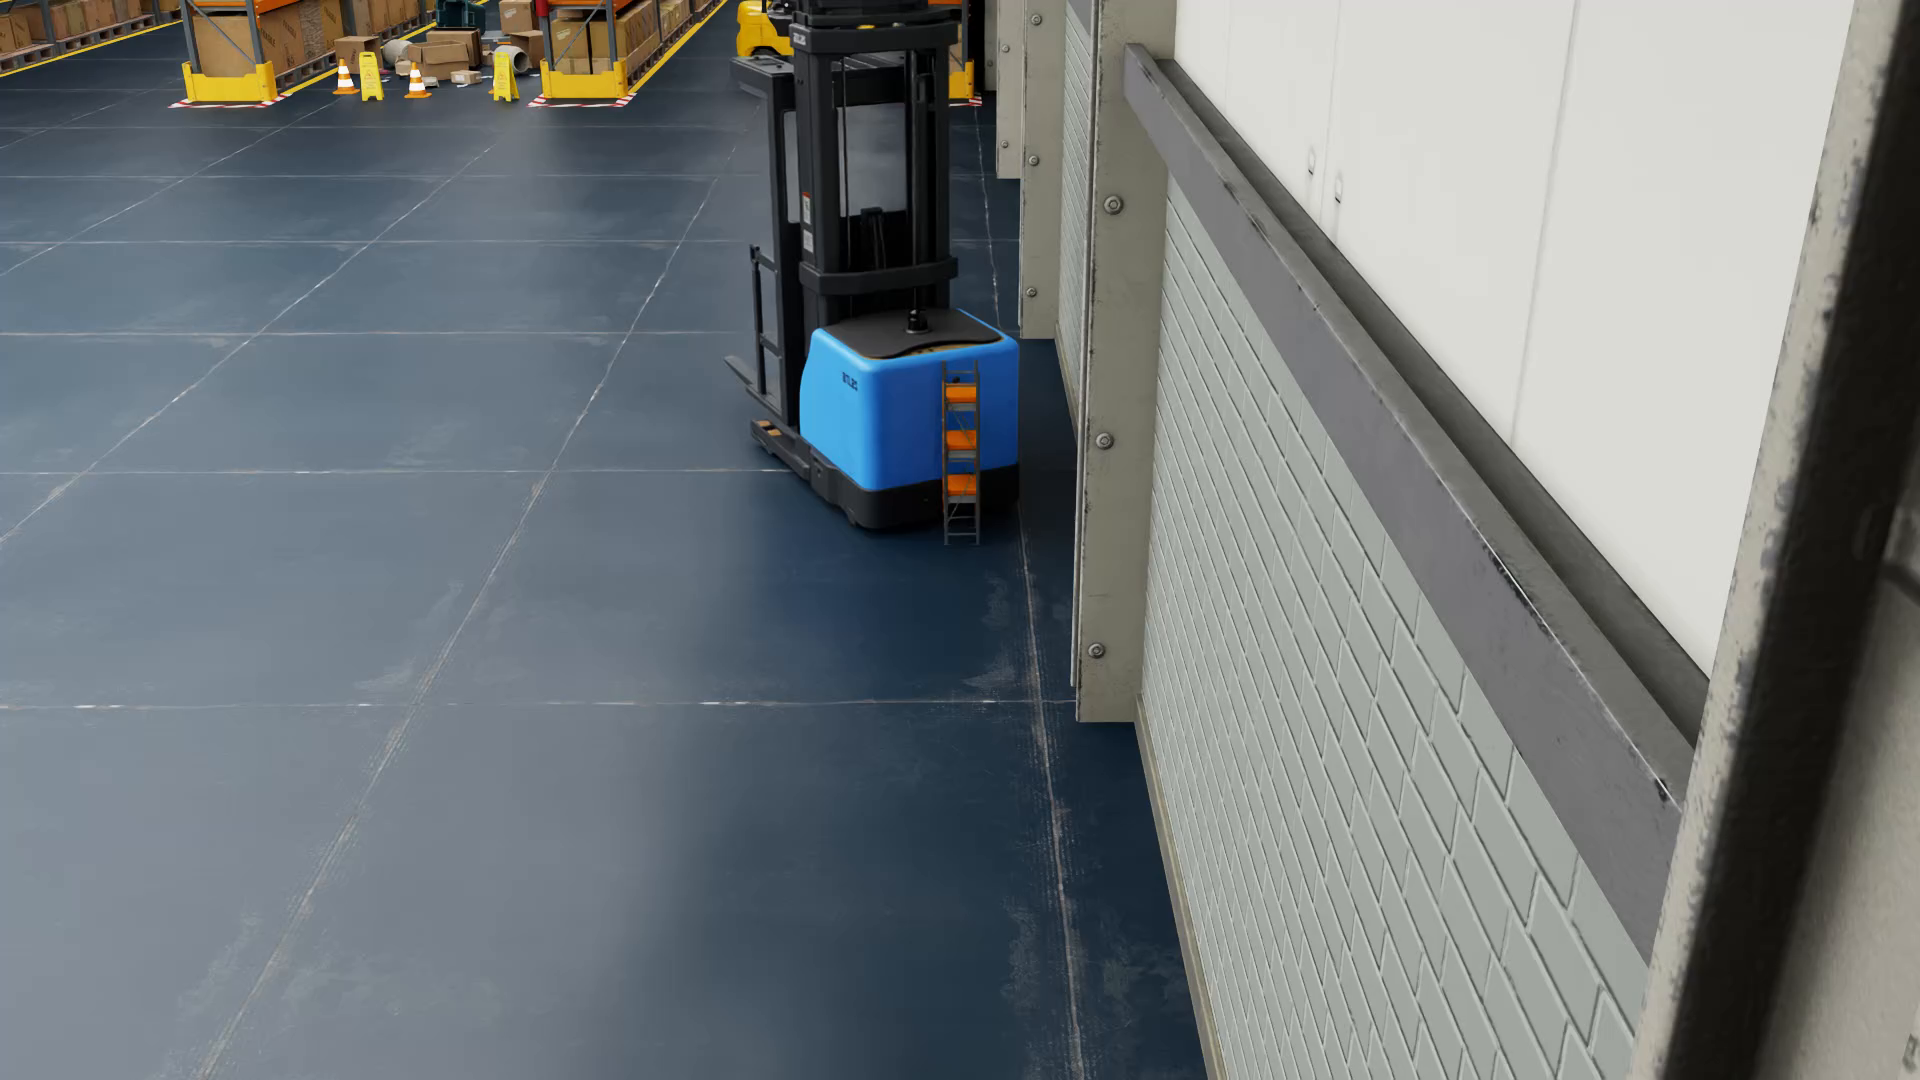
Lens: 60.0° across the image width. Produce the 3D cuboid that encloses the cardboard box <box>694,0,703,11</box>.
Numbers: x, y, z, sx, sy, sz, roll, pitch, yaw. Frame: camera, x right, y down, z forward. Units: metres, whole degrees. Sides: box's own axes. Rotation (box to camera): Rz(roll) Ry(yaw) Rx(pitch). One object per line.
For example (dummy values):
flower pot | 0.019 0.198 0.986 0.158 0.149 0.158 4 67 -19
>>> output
cardboard box | -5.362 -10.497 31.388 0.875 0.875 0.875 0 24 -1

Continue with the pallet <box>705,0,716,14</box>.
pallet | -5.382 -10.545 32.809 1.003 0.211 1.213 0 24 -1

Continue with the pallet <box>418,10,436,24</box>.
pallet | -10.394 -9.976 31.552 1.003 0.211 1.213 0 24 -1

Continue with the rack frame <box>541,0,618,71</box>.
rack frame | -5.351 -7.692 23.118 1.000 3.000 0.127 0 24 -1

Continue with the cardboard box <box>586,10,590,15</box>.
cardboard box | -5.691 -7.851 24.600 0.380 0.149 0.250 0 24 0

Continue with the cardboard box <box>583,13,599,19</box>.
cardboard box | -5.629 -7.516 24.646 0.500 0.500 0.500 1 24 1

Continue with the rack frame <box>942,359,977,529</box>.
rack frame | 0.001 -0.548 9.686 0.200 1.050 0.008 -1 24 -2

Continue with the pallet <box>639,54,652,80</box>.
pallet | -5.335 -7.289 25.611 1.003 0.211 1.213 0 24 -1

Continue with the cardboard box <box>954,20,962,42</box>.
cardboard box | -0.203 -7.309 23.884 0.500 0.250 0.500 -1 24 -1

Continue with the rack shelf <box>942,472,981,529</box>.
rack shelf | 0.007 -0.235 9.694 0.215 0.259 0.240 -1 24 -2

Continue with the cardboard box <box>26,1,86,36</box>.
cardboard box | -15.275 -8.807 28.082 0.700 0.500 0.500 0 24 -1

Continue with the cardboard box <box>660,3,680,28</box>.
cardboard box | -5.423 -9.133 28.983 0.950 0.372 0.625 1 24 1

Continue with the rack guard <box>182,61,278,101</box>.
rack guard | -10.299 -6.479 23.470 1.175 0.500 0.348 0 24 -1

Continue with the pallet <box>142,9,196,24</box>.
pallet | -15.281 -9.999 31.602 1.003 0.211 1.213 0 24 -1

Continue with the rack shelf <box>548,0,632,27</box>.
rack shelf | -5.373 -8.189 25.088 1.077 0.370 4.000 0 24 -1

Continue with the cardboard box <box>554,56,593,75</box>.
cardboard box | -5.629 -6.972 24.353 0.500 0.250 0.500 0 24 -1

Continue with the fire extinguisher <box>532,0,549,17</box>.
fire extinguisher | -5.810 -7.608 23.025 0.296 0.674 0.183 0 24 -1

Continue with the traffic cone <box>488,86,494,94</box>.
traffic cone | -6.645 -6.708 24.019 0.336 0.463 0.334 0 24 -1

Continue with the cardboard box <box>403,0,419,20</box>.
cardboard box | -10.470 -9.840 30.087 1.050 0.750 0.750 -1 24 -1

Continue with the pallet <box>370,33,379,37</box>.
pallet | -10.427 -8.324 27.898 1.003 0.211 1.213 0 24 -1

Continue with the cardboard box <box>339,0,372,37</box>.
cardboard box | -10.440 -8.698 27.563 1.050 0.750 0.750 0 24 -1

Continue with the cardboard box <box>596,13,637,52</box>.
cardboard box | -5.094 -7.531 24.679 0.500 0.500 0.500 -1 24 -3

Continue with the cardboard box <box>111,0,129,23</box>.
cardboard box | -15.301 -9.501 29.617 0.700 0.500 0.500 -2 24 -5

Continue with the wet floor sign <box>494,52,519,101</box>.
wet floor sign | -6.419 -6.536 23.419 0.267 0.644 0.232 8 26 18

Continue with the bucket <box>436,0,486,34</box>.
bucket | -8.036 -8.432 26.881 0.726 0.611 0.620 8 16 18

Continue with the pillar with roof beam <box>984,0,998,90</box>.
pillar with roof beam | -3.798 -10.721 22.535 9.100 9.000 0.400 0 24 -1

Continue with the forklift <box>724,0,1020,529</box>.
forklift | -0.749 -1.974 10.558 1.130 2.935 3.031 -12 27 -24

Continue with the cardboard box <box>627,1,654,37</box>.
cardboard box | -5.112 -8.168 26.088 0.500 0.500 0.500 0 24 0

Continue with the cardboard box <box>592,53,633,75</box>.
cardboard box | -5.083 -6.964 24.335 0.500 0.250 0.500 0 24 -1

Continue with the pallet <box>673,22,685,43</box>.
pallet | -5.420 -8.895 29.160 1.003 0.211 1.213 0 24 -1

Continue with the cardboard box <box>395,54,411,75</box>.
cardboard box | -8.483 -7.331 25.636 0.396 0.266 0.258 4 25 9

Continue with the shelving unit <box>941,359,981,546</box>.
shelving unit | 0.006 -0.498 9.575 0.215 1.050 0.252 -1 24 -2

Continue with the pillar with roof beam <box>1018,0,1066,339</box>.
pillar with roof beam | -3.668 -5.776 11.602 9.100 9.000 0.400 0 24 -1

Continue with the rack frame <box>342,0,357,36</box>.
rack frame | -10.343 -9.277 26.621 1.000 3.000 0.127 0 24 -1

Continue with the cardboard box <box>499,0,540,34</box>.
cardboard box | -7.174 -8.526 27.076 0.500 0.500 0.500 0 24 -1

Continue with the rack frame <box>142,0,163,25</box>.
rack frame | -15.347 -10.944 30.308 1.000 3.000 0.127 0 24 -1

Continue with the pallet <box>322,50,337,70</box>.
pallet | -10.413 -7.692 26.502 1.003 0.211 1.213 0 24 -1

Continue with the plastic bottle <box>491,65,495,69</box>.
plastic bottle | -7.256 -7.461 26.173 0.133 0.061 0.283 4 25 9

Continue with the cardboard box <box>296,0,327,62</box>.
cardboard box | -10.392 -7.869 25.577 0.875 0.875 0.875 0 24 0

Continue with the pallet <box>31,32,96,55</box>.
pallet | -15.314 -8.346 27.948 1.003 0.211 1.213 0 24 -1

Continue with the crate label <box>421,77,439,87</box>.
crate label | -7.822 -6.738 24.481 0.250 0.136 0.298 -14 28 -28

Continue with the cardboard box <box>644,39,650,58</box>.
cardboard box | -5.102 -7.608 25.758 0.500 0.250 0.500 0 24 0

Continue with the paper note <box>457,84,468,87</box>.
paper note | -7.351 -6.720 24.571 0.148 0.019 0.142 -9 26 -19

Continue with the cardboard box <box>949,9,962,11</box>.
cardboard box | -0.206 -7.932 25.262 0.500 0.250 0.500 -1 24 -2

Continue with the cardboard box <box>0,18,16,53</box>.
cardboard box | -15.326 -7.947 26.206 0.500 0.500 0.500 8 25 16
